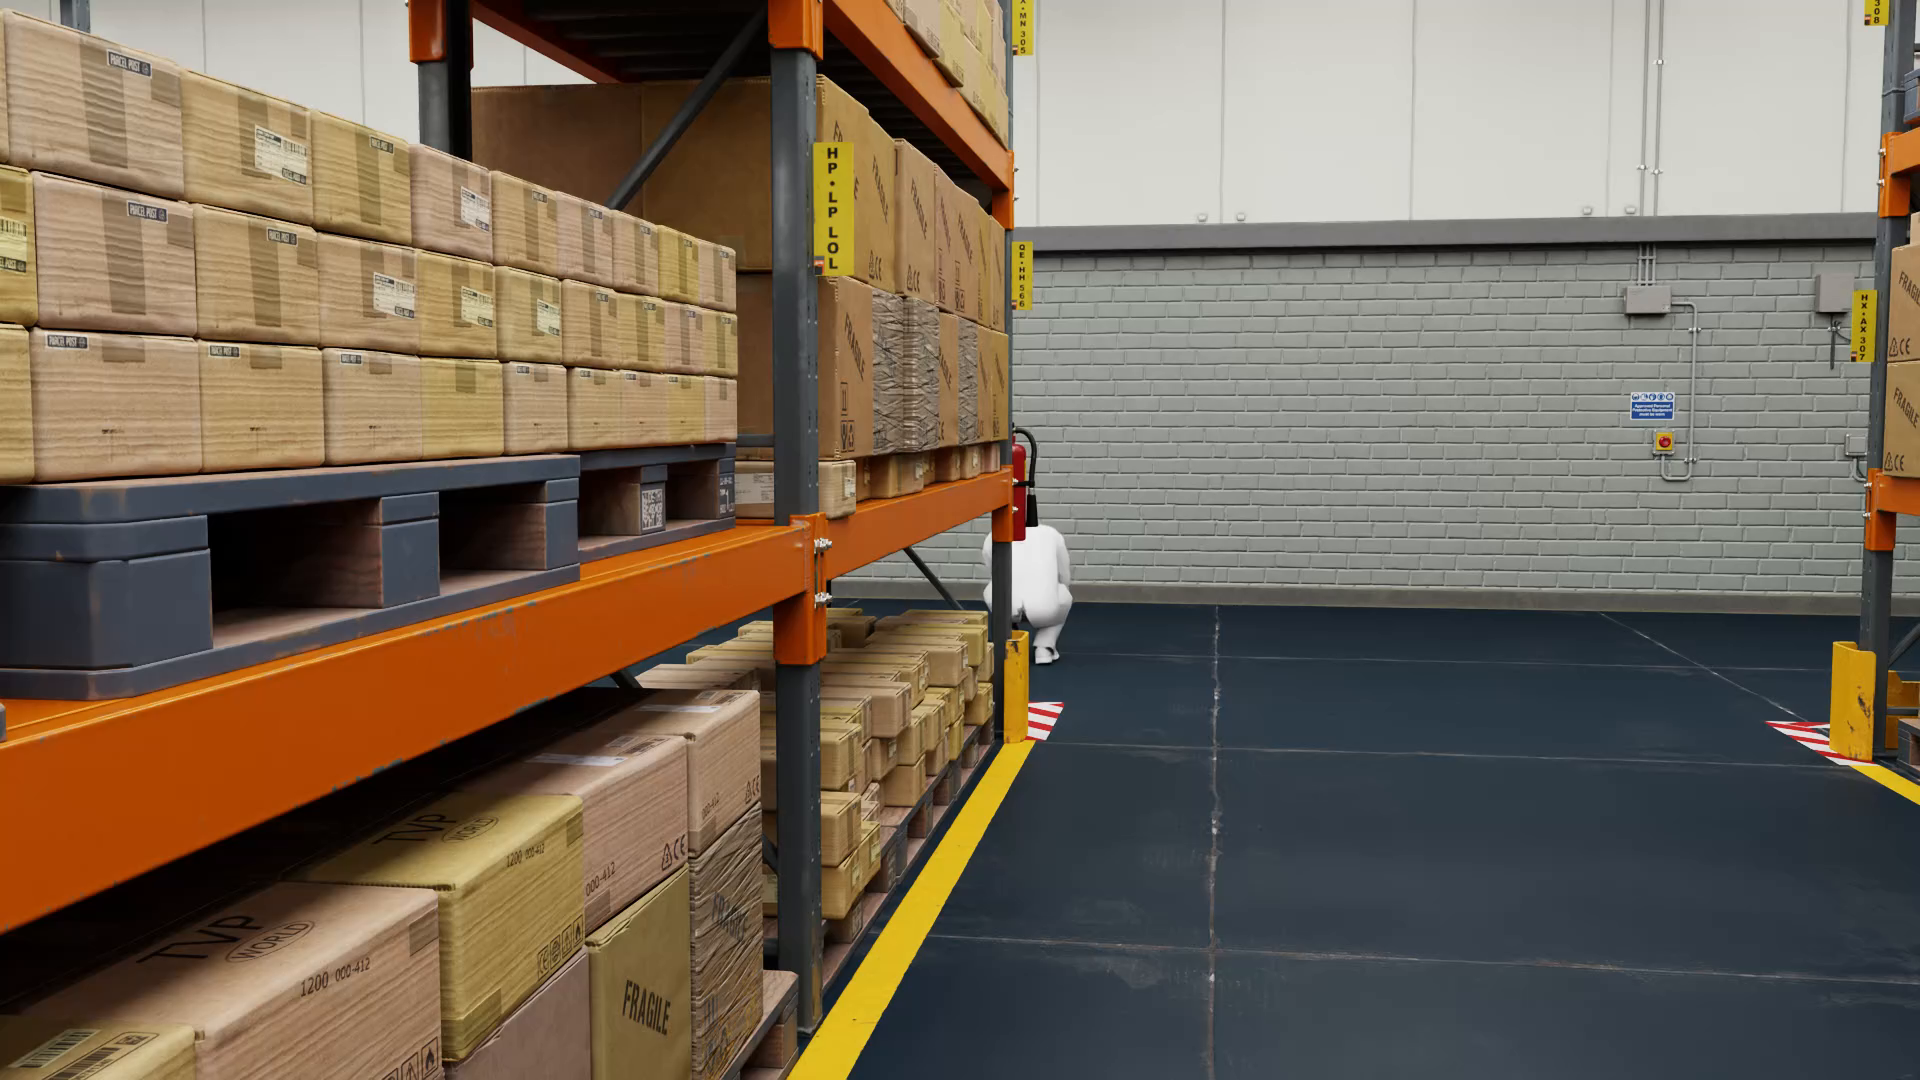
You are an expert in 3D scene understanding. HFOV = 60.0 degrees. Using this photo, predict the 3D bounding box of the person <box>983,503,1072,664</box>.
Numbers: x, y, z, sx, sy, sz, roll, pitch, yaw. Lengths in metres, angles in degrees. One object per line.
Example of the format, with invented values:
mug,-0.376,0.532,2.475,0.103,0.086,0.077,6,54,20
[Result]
person,0.436,0.270,10.742,0.592,0.996,0.901,1,4,8
